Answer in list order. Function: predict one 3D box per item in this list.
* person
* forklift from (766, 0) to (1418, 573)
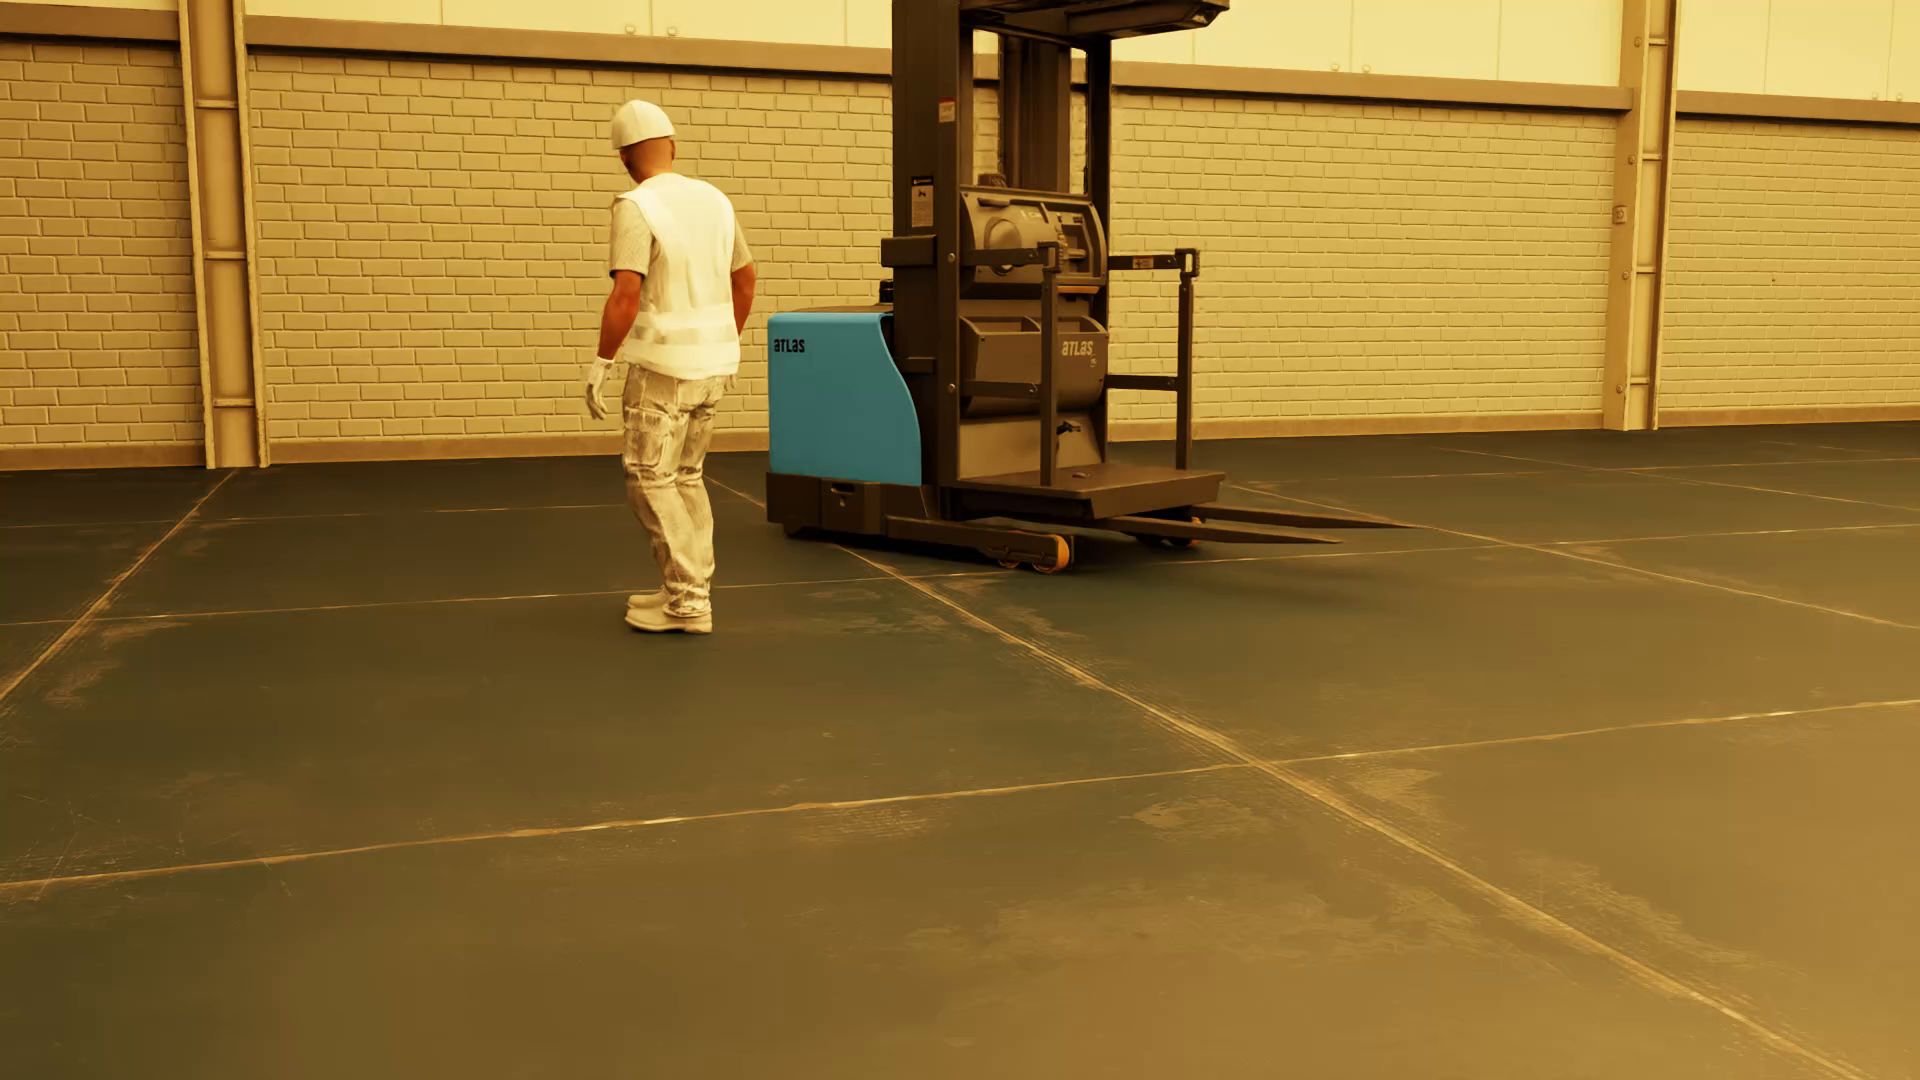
[{"bbox_3d":[-1.020,-0.581,5.648,0.499,1.767,0.764,3,8,23],"label":"person"},{"bbox_3d":[0.496,-1.393,7.288,3.031,2.935,1.130,7,10,41],"label":"forklift"}]
